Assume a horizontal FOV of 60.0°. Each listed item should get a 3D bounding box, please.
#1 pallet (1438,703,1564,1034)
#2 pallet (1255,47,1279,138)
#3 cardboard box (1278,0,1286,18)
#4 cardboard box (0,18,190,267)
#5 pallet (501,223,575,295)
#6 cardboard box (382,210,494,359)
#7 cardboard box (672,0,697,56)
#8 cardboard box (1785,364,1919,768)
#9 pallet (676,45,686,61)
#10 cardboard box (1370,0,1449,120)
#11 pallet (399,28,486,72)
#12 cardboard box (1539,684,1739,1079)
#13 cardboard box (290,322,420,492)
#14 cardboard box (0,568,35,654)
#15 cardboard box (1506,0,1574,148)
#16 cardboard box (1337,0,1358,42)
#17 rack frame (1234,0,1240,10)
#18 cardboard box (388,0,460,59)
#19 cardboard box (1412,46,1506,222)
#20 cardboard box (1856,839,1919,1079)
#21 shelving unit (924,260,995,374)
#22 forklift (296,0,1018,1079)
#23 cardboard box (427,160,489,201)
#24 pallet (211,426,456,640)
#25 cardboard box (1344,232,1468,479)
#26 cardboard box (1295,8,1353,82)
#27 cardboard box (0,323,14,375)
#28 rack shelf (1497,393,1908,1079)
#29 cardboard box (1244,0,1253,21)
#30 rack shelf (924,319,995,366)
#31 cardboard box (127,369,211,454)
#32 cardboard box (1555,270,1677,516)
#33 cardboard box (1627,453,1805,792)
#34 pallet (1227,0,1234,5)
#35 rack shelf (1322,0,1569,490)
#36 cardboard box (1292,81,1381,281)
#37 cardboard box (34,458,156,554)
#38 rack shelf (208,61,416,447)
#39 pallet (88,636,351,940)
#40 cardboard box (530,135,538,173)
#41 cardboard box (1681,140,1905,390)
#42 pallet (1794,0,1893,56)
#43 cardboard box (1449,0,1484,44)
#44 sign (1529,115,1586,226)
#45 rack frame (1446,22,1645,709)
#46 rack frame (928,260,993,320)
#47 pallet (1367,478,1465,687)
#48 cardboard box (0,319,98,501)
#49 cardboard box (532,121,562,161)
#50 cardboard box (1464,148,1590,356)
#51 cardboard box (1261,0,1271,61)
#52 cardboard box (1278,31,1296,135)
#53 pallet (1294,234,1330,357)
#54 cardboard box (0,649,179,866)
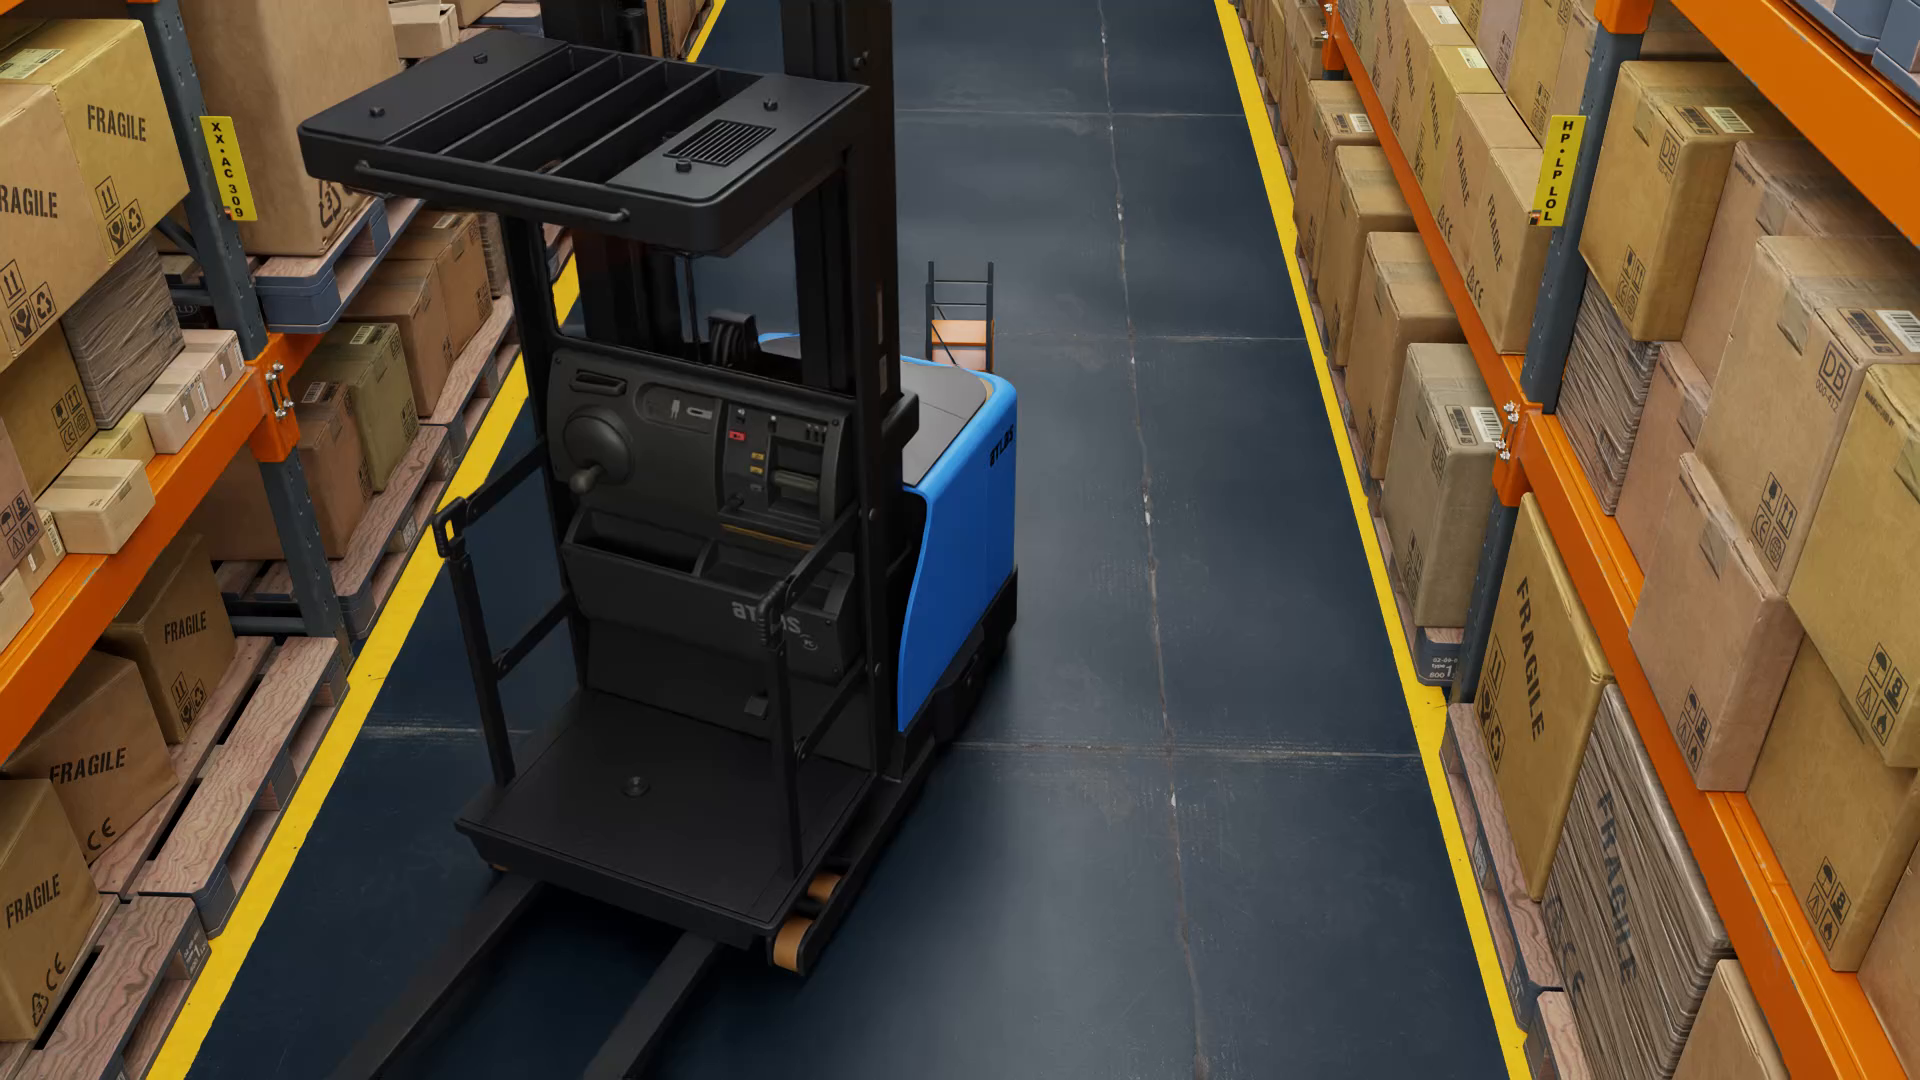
[{"bbox_3d":[2.116,0.989,5.159,1.003,0.211,1.213,1,35,2],"label":"pallet"},{"bbox_3d":[2.470,-2.892,10.682,1.003,0.211,1.213,1,35,2],"label":"pallet"},{"bbox_3d":[2.197,-3.322,10.025,0.500,0.250,0.500,2,35,3],"label":"cardboard box"},{"bbox_3d":[-2.470,-1.066,4.444,0.500,0.500,0.500,1,35,2],"label":"cardboard box"},{"bbox_3d":[-2.599,-1.468,8.655,1.003,0.211,1.213,1,35,2],"label":"pallet"},{"bbox_3d":[-2.598,-1.185,7.619,0.700,0.500,0.500,4,35,6],"label":"cardboard box"},{"bbox_3d":[-2.446,-3.777,10.998,1.225,0.875,0.875,0,35,0],"label":"cardboard box"},{"bbox_3d":[2.098,0.051,2.999,0.875,0.550,0.500,1,35,2],"label":"cardboard box"},{"bbox_3d":[-2.407,-3.067,10.931,1.003,0.211,1.213,1,35,2],"label":"pallet"},{"bbox_3d":[2.060,-2.092,7.032,0.500,0.500,0.500,1,35,2],"label":"cardboard box"},{"bbox_3d":[-2.605,-1.841,6.928,1.003,0.211,1.213,1,35,2],"label":"pallet"},{"bbox_3d":[2.098,0.988,4.218,0.875,0.875,0.875,2,35,2],"label":"cardboard box"},{"bbox_3d":[-2.643,-0.543,6.705,0.700,0.500,0.500,1,35,2],"label":"cardboard box"},{"bbox_3d":[-2.541,0.190,4.089,0.380,0.149,0.250,1,35,2],"label":"cardboard box"},{"bbox_3d":[2.258,-1.618,5.487,0.700,0.500,0.500,1,35,1],"label":"cardboard box"},{"bbox_3d":[2.098,-2.674,7.860,0.500,0.500,0.500,2,35,2],"label":"cardboard box"},{"bbox_3d":[2.547,-5.183,11.517,1.000,3.000,0.127,1,35,2],"label":"rack frame"},{"bbox_3d":[-2.363,-2.210,7.038,0.396,0.266,0.258,0,35,1],"label":"cardboard box"},{"bbox_3d":[2.020,-1.515,6.209,0.500,0.500,0.500,2,35,2],"label":"cardboard box"},{"bbox_3d":[2.182,0.800,2.872,0.875,0.550,0.550,1,35,2],"label":"cardboard box"},{"bbox_3d":[-0.001,-0.483,6.393,0.258,1.200,0.189,1,35,2],"label":"shelving unit"},{"bbox_3d":[-0.830,-0.202,4.488,1.130,2.935,3.031,14,37,19],"label":"forklift"},{"bbox_3d":[-2.574,-1.831,7.886,0.500,0.250,0.500,5,35,7],"label":"cardboard box"},{"bbox_3d":[-2.697,-0.066,6.661,1.003,0.211,1.213,1,35,2],"label":"pallet"},{"bbox_3d":[2.203,-0.751,6.802,1.050,0.750,0.750,1,35,2],"label":"cardboard box"},{"bbox_3d":[2.151,-2.740,9.197,0.500,0.250,0.500,1,35,1],"label":"cardboard box"},{"bbox_3d":[-2.510,-0.492,3.626,0.500,0.500,0.500,1,35,2],"label":"cardboard box"},{"bbox_3d":[2.145,0.856,3.548,1.077,0.370,4.000,1,35,2],"label":"rack shelf"},{"bbox_3d":[2.252,-3.914,11.519,0.500,0.500,0.500,3,35,4],"label":"cardboard box"},{"bbox_3d":[-0.001,-0.741,6.212,0.258,0.103,0.180,1,35,2],"label":"rack shelf"},{"bbox_3d":[-2.461,-0.383,4.905,0.380,0.149,0.250,1,35,2],"label":"cardboard box"},{"bbox_3d":[2.222,-0.436,4.631,0.875,0.550,0.550,1,35,2],"label":"cardboard box"},{"bbox_3d":[2.084,0.188,3.744,0.875,0.550,0.550,1,35,2],"label":"cardboard box"},{"bbox_3d":[2.538,-4.429,12.869,1.003,0.211,1.213,1,35,2],"label":"pallet"},{"bbox_3d":[2.306,-1.442,6.818,1.077,0.370,4.000,1,35,2],"label":"rack shelf"},{"bbox_3d":[2.272,-1.789,8.278,1.050,0.750,0.750,1,35,1],"label":"cardboard box"},{"bbox_3d":[-2.430,-0.095,4.495,0.380,0.149,0.250,1,35,2],"label":"cardboard box"},{"bbox_3d":[-2.646,-1.614,7.064,1.077,0.370,4.000,1,35,2],"label":"rack shelf"},{"bbox_3d":[-2.718,0.768,5.474,1.003,0.211,1.213,1,35,2],"label":"pallet"},{"bbox_3d":[-2.573,-1.830,8.536,0.700,0.500,0.500,0,35,-1],"label":"cardboard box"},{"bbox_3d":[2.270,-0.560,3.869,0.875,0.550,0.550,1,35,2],"label":"cardboard box"},{"bbox_3d":[2.182,-1.308,3.471,1.003,0.211,1.213,1,35,2],"label":"pallet"},{"bbox_3d":[2.300,-2.198,6.313,0.700,0.500,0.500,1,35,1],"label":"cardboard box"},{"bbox_3d":[1.683,-1.035,4.676,0.100,0.325,0.005,1,35,2],"label":"sign"},{"bbox_3d":[2.225,-0.587,4.977,1.000,3.000,0.127,1,35,2],"label":"rack frame"},{"bbox_3d":[0.003,-0.535,6.468,0.240,1.200,0.006,1,35,2],"label":"rack frame"},{"bbox_3d":[2.181,0.109,6.412,1.003,0.211,1.213,1,35,2],"label":"pallet"},{"bbox_3d":[-2.862,-0.379,4.335,0.875,0.500,0.500,1,35,2],"label":"cardboard box"},{"bbox_3d":[-2.518,-2.756,9.546,1.225,0.875,0.875,0,35,0],"label":"cardboard box"},{"bbox_3d":[1.979,-0.934,5.383,0.500,0.500,0.500,1,35,2],"label":"cardboard box"},{"bbox_3d":[2.225,-3.309,10.658,0.500,0.500,0.500,2,35,3],"label":"cardboard box"},{"bbox_3d":[2.176,-2.717,9.815,0.500,0.500,0.500,3,35,4],"label":"cardboard box"},{"bbox_3d":[2.279,-1.293,8.406,1.003,0.211,1.213,1,35,2],"label":"pallet"},{"bbox_3d":[-2.798,0.649,5.026,0.500,0.500,0.500,12,37,17],"label":"cardboard box"}]
